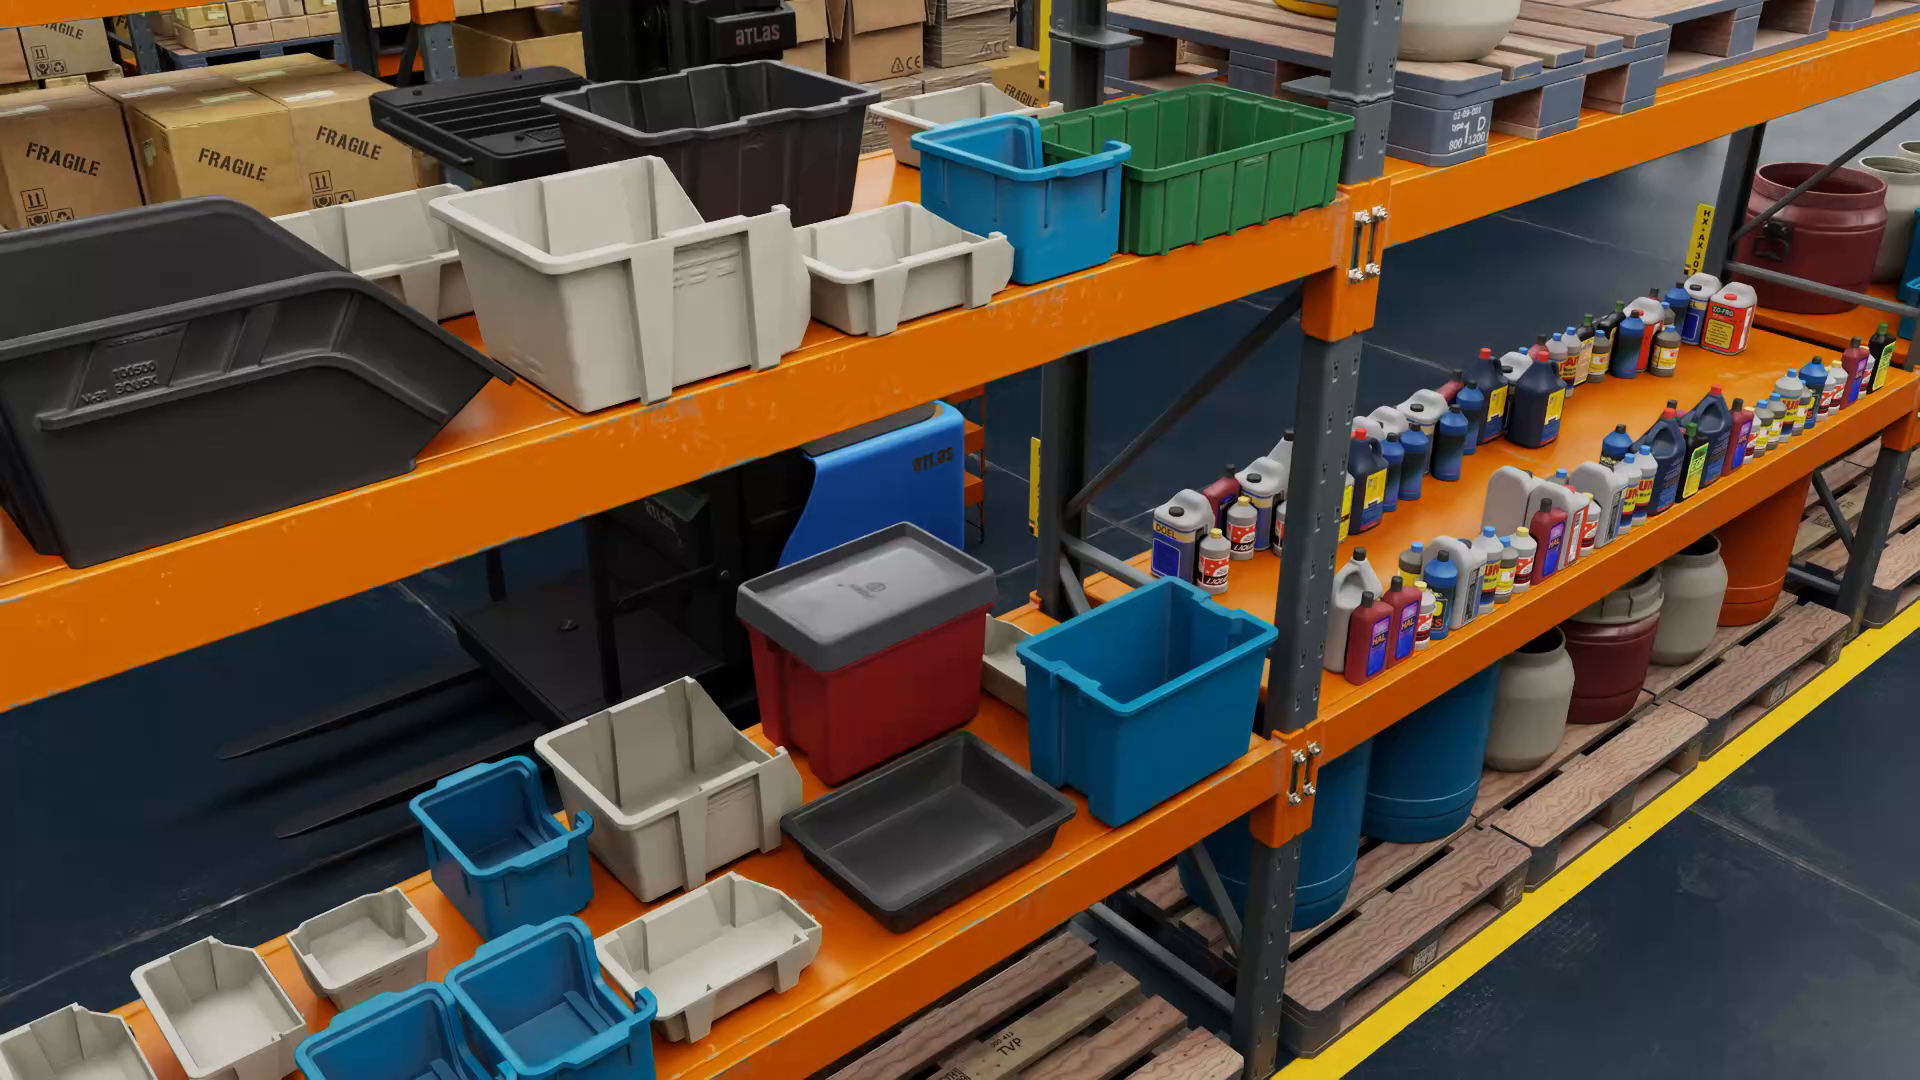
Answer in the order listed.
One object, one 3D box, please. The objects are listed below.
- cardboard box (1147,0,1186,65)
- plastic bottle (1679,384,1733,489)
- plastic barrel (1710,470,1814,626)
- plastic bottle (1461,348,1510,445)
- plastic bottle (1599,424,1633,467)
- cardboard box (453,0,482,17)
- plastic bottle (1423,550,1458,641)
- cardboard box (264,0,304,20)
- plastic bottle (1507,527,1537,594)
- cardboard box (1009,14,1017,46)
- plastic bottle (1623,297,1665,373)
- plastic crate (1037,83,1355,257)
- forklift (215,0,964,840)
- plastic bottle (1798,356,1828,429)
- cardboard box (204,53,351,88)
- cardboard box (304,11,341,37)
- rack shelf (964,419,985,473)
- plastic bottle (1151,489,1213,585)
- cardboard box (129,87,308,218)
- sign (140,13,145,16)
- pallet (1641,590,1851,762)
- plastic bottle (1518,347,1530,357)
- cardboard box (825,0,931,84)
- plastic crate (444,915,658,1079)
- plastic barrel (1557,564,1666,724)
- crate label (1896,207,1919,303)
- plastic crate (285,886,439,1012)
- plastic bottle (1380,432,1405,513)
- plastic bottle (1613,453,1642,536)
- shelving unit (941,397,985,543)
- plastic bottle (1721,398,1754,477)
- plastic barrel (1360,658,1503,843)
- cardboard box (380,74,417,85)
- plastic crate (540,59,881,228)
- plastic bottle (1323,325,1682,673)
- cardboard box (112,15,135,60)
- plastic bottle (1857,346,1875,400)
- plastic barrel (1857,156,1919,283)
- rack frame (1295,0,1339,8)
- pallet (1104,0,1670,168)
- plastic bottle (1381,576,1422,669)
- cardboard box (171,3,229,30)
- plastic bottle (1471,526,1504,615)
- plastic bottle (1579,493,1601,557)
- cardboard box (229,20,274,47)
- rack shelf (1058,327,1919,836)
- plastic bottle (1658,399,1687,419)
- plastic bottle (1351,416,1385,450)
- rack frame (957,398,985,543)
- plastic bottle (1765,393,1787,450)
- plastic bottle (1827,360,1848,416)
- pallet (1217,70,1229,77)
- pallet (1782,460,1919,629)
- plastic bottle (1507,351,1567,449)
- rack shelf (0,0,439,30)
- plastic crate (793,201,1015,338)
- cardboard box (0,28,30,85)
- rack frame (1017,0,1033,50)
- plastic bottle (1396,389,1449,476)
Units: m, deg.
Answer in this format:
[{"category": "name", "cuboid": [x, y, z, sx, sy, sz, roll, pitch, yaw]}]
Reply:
[{"category": "cardboard box", "cuboid": [1.177, -3.444, 10.961, 0.500, 0.500, 0.700, -16, 32, -28]}, {"category": "plastic bottle", "cuboid": [2.598, -0.371, 5.814, 0.185, 0.351, 0.144, -22, 35, -35]}, {"category": "plastic barrel", "cuboid": [6.565, 0.748, 3.267, 0.708, 2.957, 10.706, -22, 35, -35]}, {"category": "plastic bottle", "cuboid": [1.929, -0.543, 6.136, 0.185, 0.351, 0.144, -22, 35, -35]}, {"category": "plastic bottle", "cuboid": [2.244, -0.269, 5.707, 0.097, 0.271, 0.097, 0, 28, 0]}, {"category": "cardboard box", "cuboid": [-3.767, -4.006, 12.385, 0.250, 0.149, 0.380, -21, 34, -33]}, {"category": "plastic bottle", "cuboid": [1.411, 0.156, 4.912, 0.097, 0.271, 0.097, 0, 28, 0]}, {"category": "cardboard box", "cuboid": [-4.763, -3.735, 11.562, 0.250, 0.149, 0.380, -21, 35, -34]}, {"category": "plastic bottle", "cuboid": [1.736, 0.056, 5.173, 0.097, 0.201, 0.097, 0, 28, 0]}, {"category": "cardboard box", "cuboid": [-0.081, -4.833, 16.052, 0.750, 0.750, 1.050, -22, 35, -35]}, {"category": "plastic bottle", "cuboid": [2.756, -0.840, 6.771, 0.135, 0.276, 0.152, -22, 35, -35]}, {"category": "plastic crate", "cuboid": [0.478, -0.821, 3.646, 0.662, 0.188, 0.450, -22, 35, -35]}, {"category": "forklift", "cuboid": [-1.428, -0.622, 6.305, 3.031, 2.935, 1.130, -21, 35, -34]}, {"category": "plastic bottle", "cuboid": [3.193, -0.561, 6.253, 0.097, 0.271, 0.097, 0, 28, 0]}, {"category": "cardboard box", "cuboid": [-3.141, -1.946, 7.757, 0.500, 0.500, 0.500, -22, 35, -35]}, {"category": "cardboard box", "cuboid": [-4.564, -3.683, 11.780, 0.250, 0.149, 0.380, -21, 35, -34]}, {"category": "rack shelf", "cuboid": [-0.041, -0.437, 7.977, 0.240, 0.259, 0.215, -22, 35, -35]}, {"category": "plastic bottle", "cuboid": [0.694, -0.011, 5.220, 0.135, 0.276, 0.152, -22, 35, -35]}, {"category": "cardboard box", "cuboid": [-3.171, -1.613, 7.133, 0.500, 0.500, 0.500, -21, 35, -34]}, {"category": "sign", "cuboid": [-5.395, -3.604, 10.893, 0.005, 0.325, 0.100, -22, 35, -35]}, {"category": "pallet", "cuboid": [3.074, 0.433, 7.216, 1.213, 0.211, 1.003, -22, 35, -35]}, {"category": "plastic bottle", "cuboid": [2.123, -0.601, 6.328, 0.097, 0.271, 0.097, 0, 28, 0]}, {"category": "cardboard box", "cuboid": [-0.632, -2.899, 9.322, 0.637, 0.503, 0.797, -21, 35, -34]}, {"category": "plastic crate", "cuboid": [-0.808, 0.990, 3.330, 0.300, 0.233, 0.416, -22, 35, -35]}, {"category": "plastic barrel", "cuboid": [2.426, 0.327, 6.569, 0.708, 0.588, 0.600, -22, 35, -35]}, {"category": "crate label", "cuboid": [4.578, -1.275, 7.417, 0.616, 0.435, 0.502, -22, 35, -35]}, {"category": "plastic crate", "cuboid": [-1.297, 0.895, 3.609, 0.250, 0.136, 0.298, -22, 35, -35]}, {"category": "plastic bottle", "cuboid": [1.450, -0.236, 5.646, 0.097, 0.271, 0.097, 0, 28, 0]}, {"category": "plastic bottle", "cuboid": [2.190, -0.157, 5.499, 0.097, 0.271, 0.097, 0, 28, 0]}, {"category": "shelving unit", "cuboid": [-0.041, -0.447, 7.972, 0.252, 1.050, 0.215, -22, 35, -35]}, {"category": "plastic bottle", "cuboid": [2.746, -0.375, 5.893, 0.133, 0.283, 0.061, -22, 35, -35]}, {"category": "plastic barrel", "cuboid": [1.567, 0.534, 5.849, 0.708, 0.901, 0.600, -22, 35, -35]}, {"category": "cardboard box", "cuboid": [-4.558, -3.466, 12.964, 0.500, 0.250, 0.500, -24, 36, -37]}, {"category": "plastic crate", "cuboid": [-0.519, -0.813, 3.545, 0.590, 0.269, 0.497, -22, 35, -35]}, {"category": "plastic bottle", "cuboid": [1.973, -0.312, 5.703, 2.872, 0.351, 0.643, -22, 35, -35]}, {"category": "cardboard box", "cuboid": [-7.941, -4.904, 16.053, 0.875, 0.875, 0.875, -21, 34, -34]}, {"category": "plastic bottle", "cuboid": [3.516, -0.660, 6.513, 0.097, 0.201, 0.097, 0, 28, 0]}, {"category": "plastic barrel", "cuboid": [4.291, -1.494, 7.744, 0.421, 0.512, 0.421, 0, 28, 0]}, {"category": "rack frame", "cuboid": [0.602, -2.476, 3.336, 0.053, 2.616, 0.949, -22, 35, -35]}, {"category": "pallet", "cuboid": [1.137, -1.344, 4.600, 1.003, 0.211, 1.213, -22, 35, -35]}, {"category": "plastic bottle", "cuboid": [1.261, 0.222, 4.776, 0.133, 0.283, 0.061, -22, 35, -35]}, {"category": "cardboard box", "cuboid": [-5.155, -3.576, 11.264, 0.250, 0.149, 0.380, -21, 35, -34]}, {"category": "plastic bottle", "cuboid": [1.587, 0.085, 5.045, 0.097, 0.271, 0.097, 0, 28, 0]}, {"category": "plastic bottle", "cuboid": [2.013, -0.056, 5.382, 0.097, 0.201, 0.097, 0, 28, 0]}, {"category": "cardboard box", "cuboid": [-4.948, -3.531, 11.497, 0.250, 0.149, 0.380, -21, 35, -34]}, {"category": "rack shelf", "cuboid": [2.125, -0.124, 6.062, 4.000, 0.370, 1.077, -22, 35, -35]}, {"category": "plastic bottle", "cuboid": [2.512, -0.370, 5.884, 0.133, 0.283, 0.061, -22, 35, -35]}, {"category": "plastic bottle", "cuboid": [1.355, -0.277, 5.718, 0.135, 0.276, 0.152, -22, 35, -35]}, {"category": "rack frame", "cuboid": [0.052, -0.484, 8.042, 0.008, 1.050, 0.200, -22, 35, -35]}, {"category": "plastic bottle", "cuboid": [2.970, -0.440, 6.102, 0.097, 0.201, 0.097, 0, 28, 0]}, {"category": "plastic bottle", "cuboid": [3.341, -0.589, 6.381, 0.097, 0.201, 0.097, 0, 28, 0]}, {"category": "pallet", "cuboid": [1.911, -3.365, 11.567, 1.213, 0.211, 1.003, -22, 35, -35]}, {"category": "pallet", "cuboid": [4.261, -0.046, 8.112, 1.213, 0.211, 1.003, -22, 35, -35]}, {"category": "plastic bottle", "cuboid": [2.130, -0.530, 6.111, 0.185, 0.351, 0.144, -22, 35, -35]}, {"category": "rack shelf", "cuboid": [-4.133, -1.999, 6.389, 4.000, 0.370, 1.077, -22, 35, -35]}, {"category": "plastic crate", "cuboid": [-0.117, -0.510, 3.120, 0.466, 0.136, 0.293, -22, 35, -35]}, {"category": "cardboard box", "cuboid": [-6.334, -3.182, 10.600, 0.500, 0.500, 0.500, -23, 36, -36]}, {"category": "rack frame", "cuboid": [0.333, -5.862, 16.036, 0.127, 3.000, 1.000, -22, 35, -35]}, {"category": "plastic bottle", "cuboid": [1.634, -0.389, 5.927, 0.135, 0.276, 0.152, -22, 35, -35]}]
